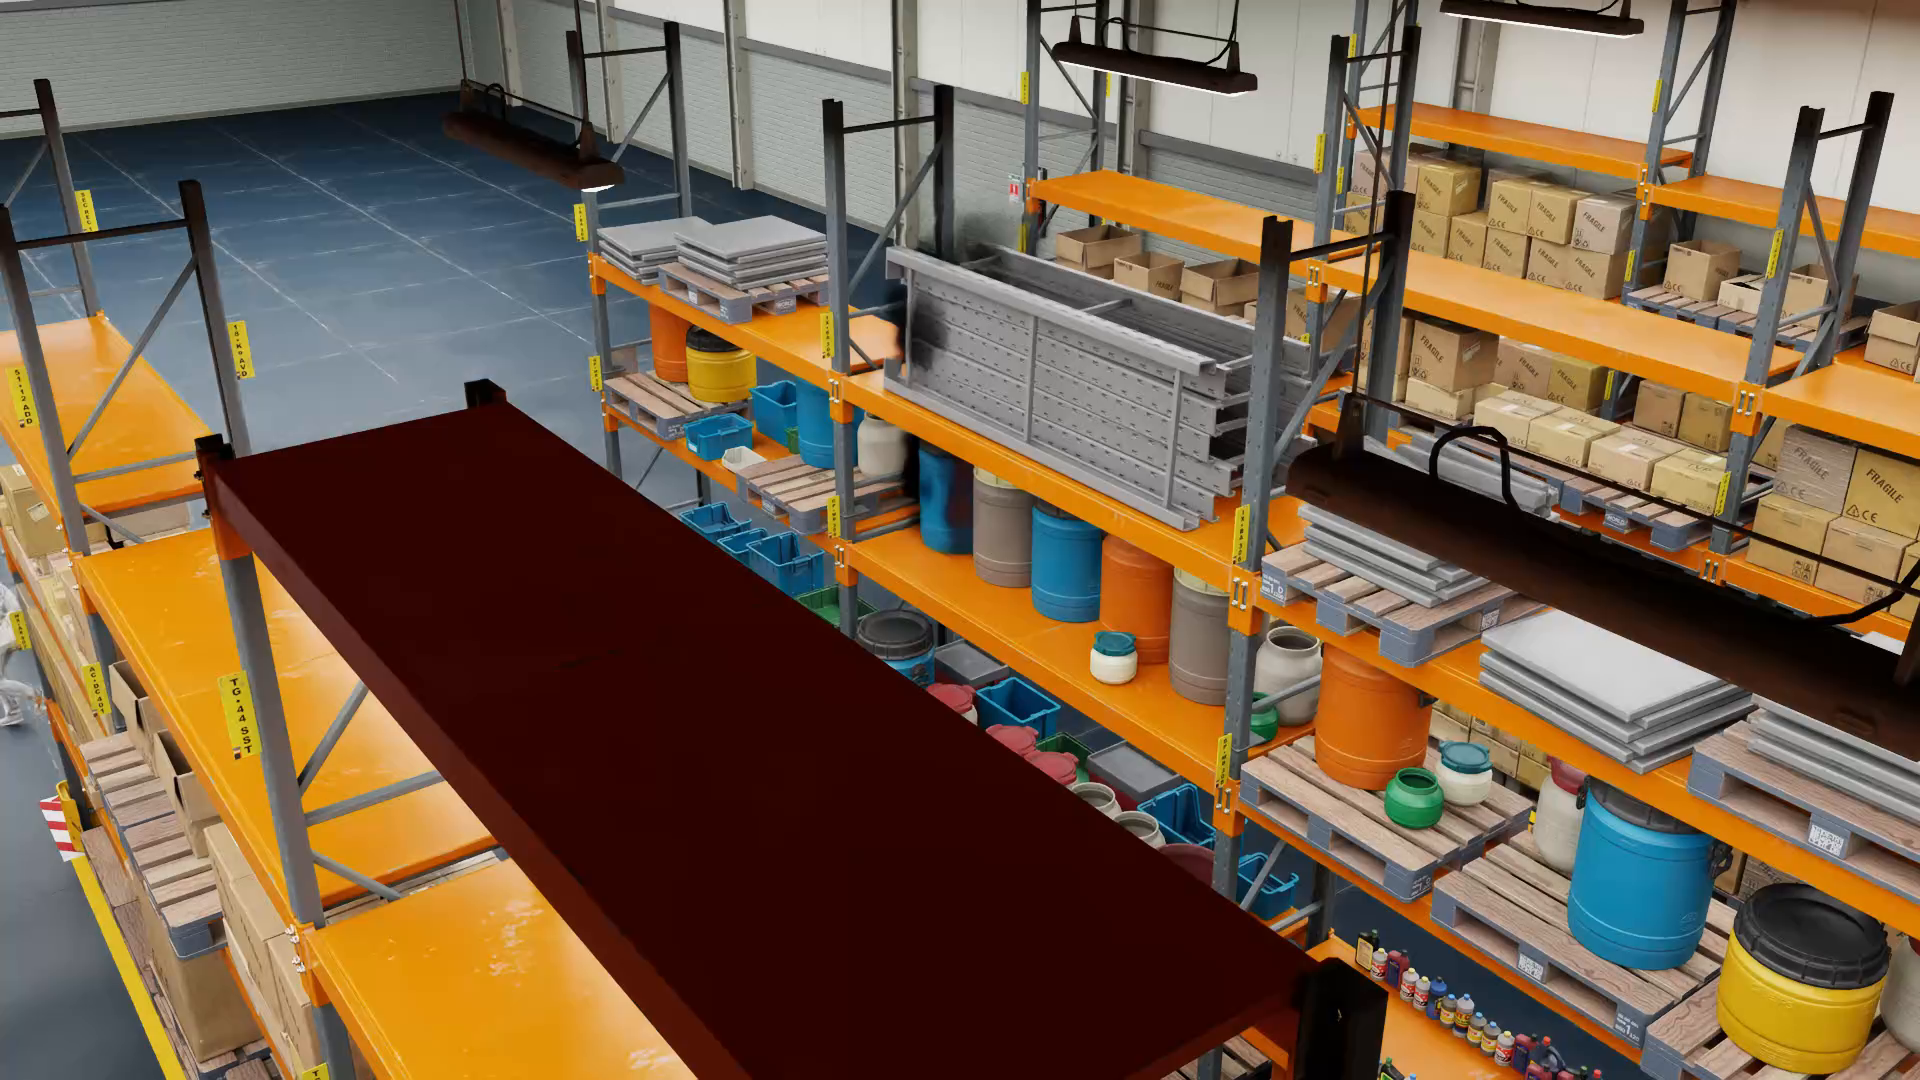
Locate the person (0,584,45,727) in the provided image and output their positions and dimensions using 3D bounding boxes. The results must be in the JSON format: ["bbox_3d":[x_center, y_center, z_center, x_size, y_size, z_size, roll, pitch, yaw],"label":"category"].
[{"bbox_3d":[-8.579,0.967,14.942,0.656,1.694,0.622,5,25,11],"label":"person"}]
